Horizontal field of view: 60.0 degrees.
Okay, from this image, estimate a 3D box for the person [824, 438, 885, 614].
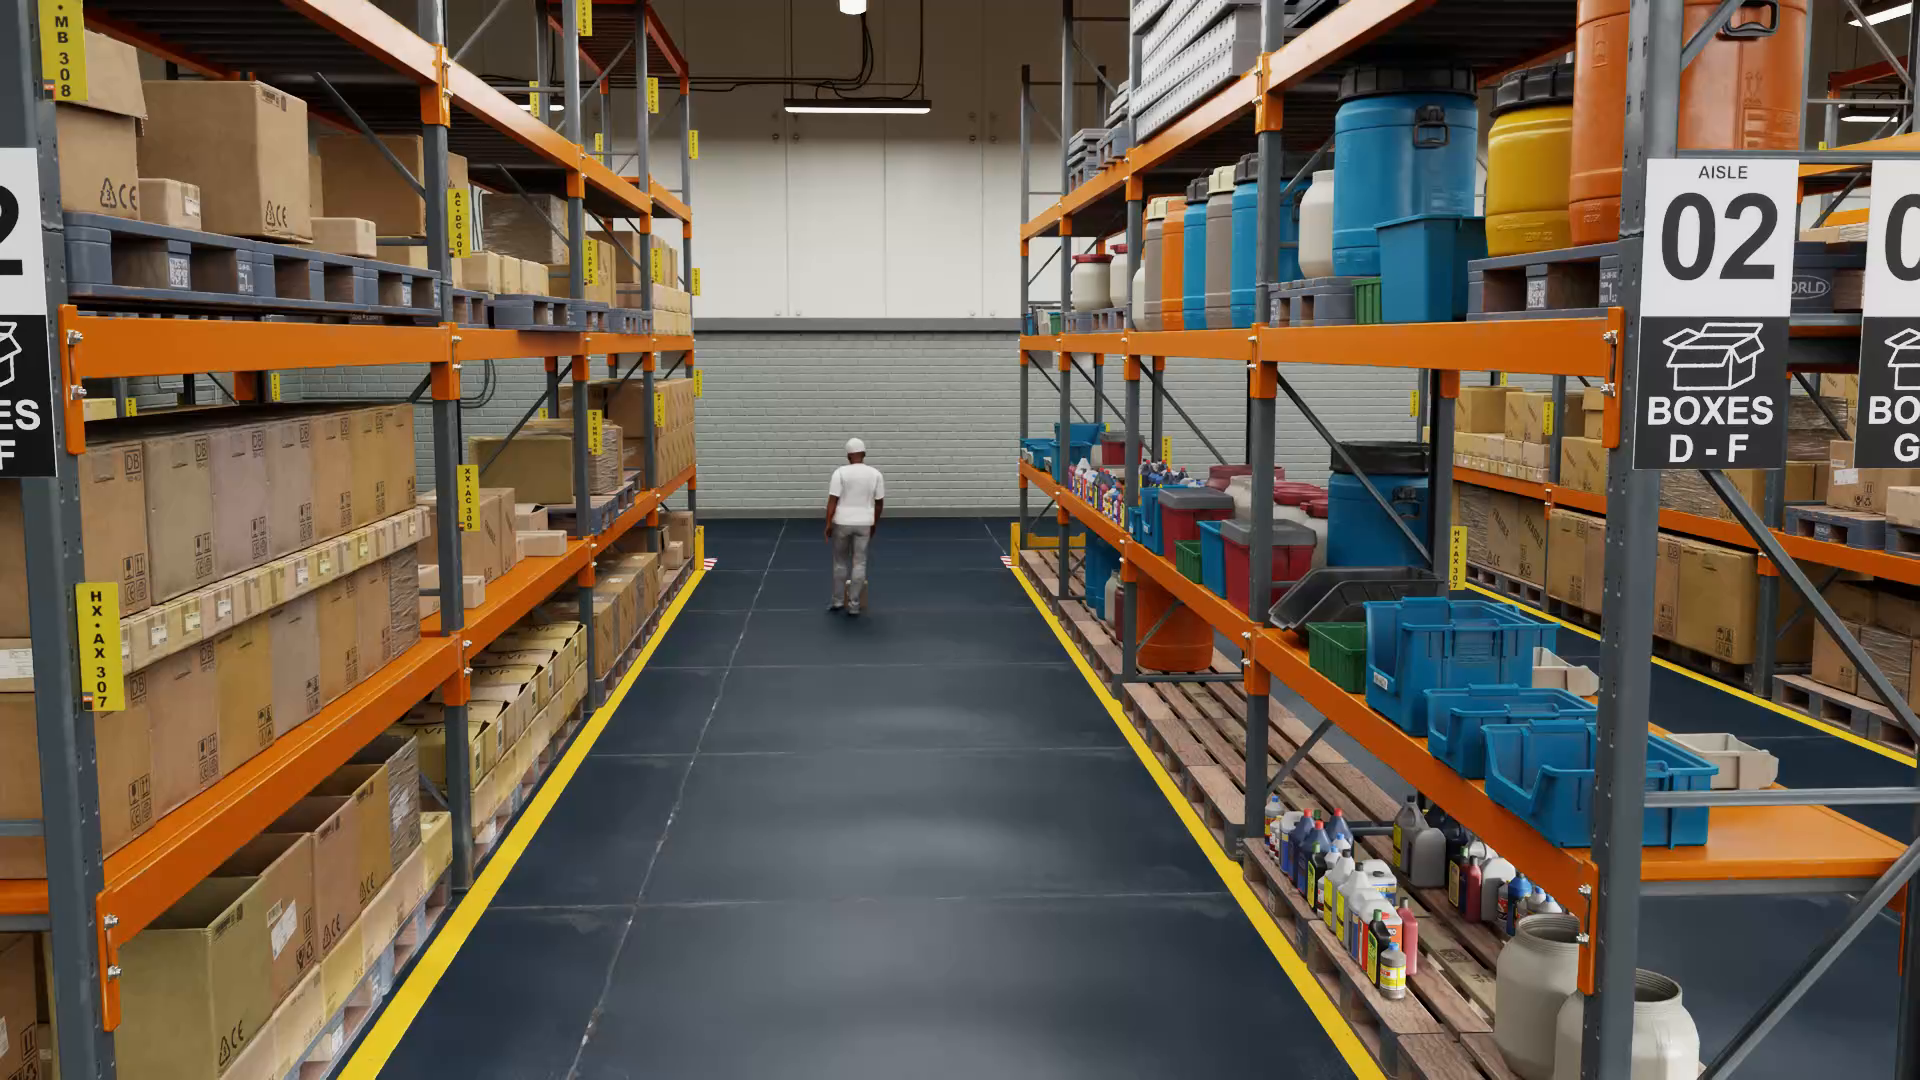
[{"bbox_3d":[-1.078,-0.139,16.814,0.625,1.777,0.702,-1,7,-9],"label":"person"}]
